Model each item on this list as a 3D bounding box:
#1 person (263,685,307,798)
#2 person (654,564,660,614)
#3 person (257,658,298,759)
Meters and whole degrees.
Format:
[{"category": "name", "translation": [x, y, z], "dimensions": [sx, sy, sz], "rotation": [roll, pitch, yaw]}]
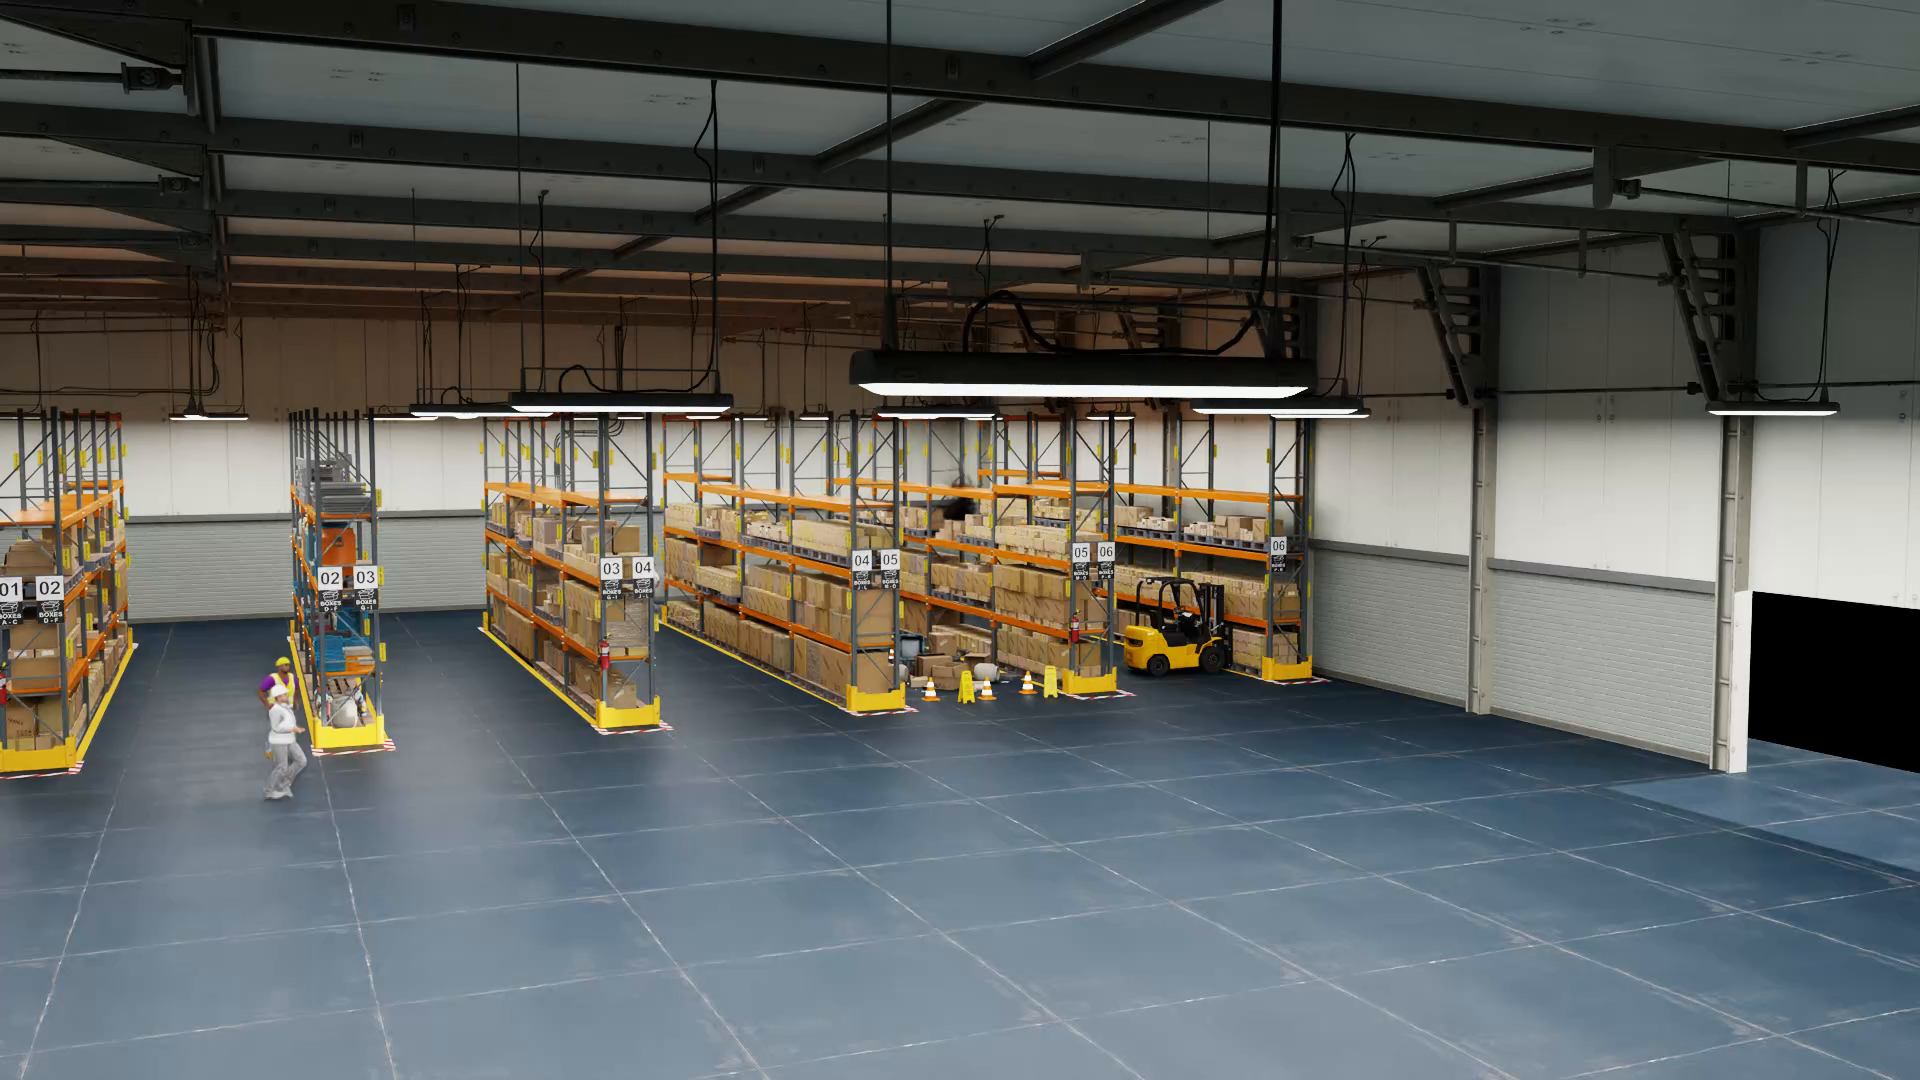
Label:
[{"category": "person", "translation": [-10.265, 3.074, 25.305], "dimensions": [0.689, 1.766, 0.633], "rotation": [0, 4, -1]}, {"category": "person", "translation": [-9.056, 1.477, 48.636], "dimensions": [0.547, 1.728, 0.703], "rotation": [-3, 5, -38]}, {"category": "person", "translation": [-11.671, 2.872, 28.596], "dimensions": [0.531, 1.700, 0.757], "rotation": [3, 5, 40]}]
